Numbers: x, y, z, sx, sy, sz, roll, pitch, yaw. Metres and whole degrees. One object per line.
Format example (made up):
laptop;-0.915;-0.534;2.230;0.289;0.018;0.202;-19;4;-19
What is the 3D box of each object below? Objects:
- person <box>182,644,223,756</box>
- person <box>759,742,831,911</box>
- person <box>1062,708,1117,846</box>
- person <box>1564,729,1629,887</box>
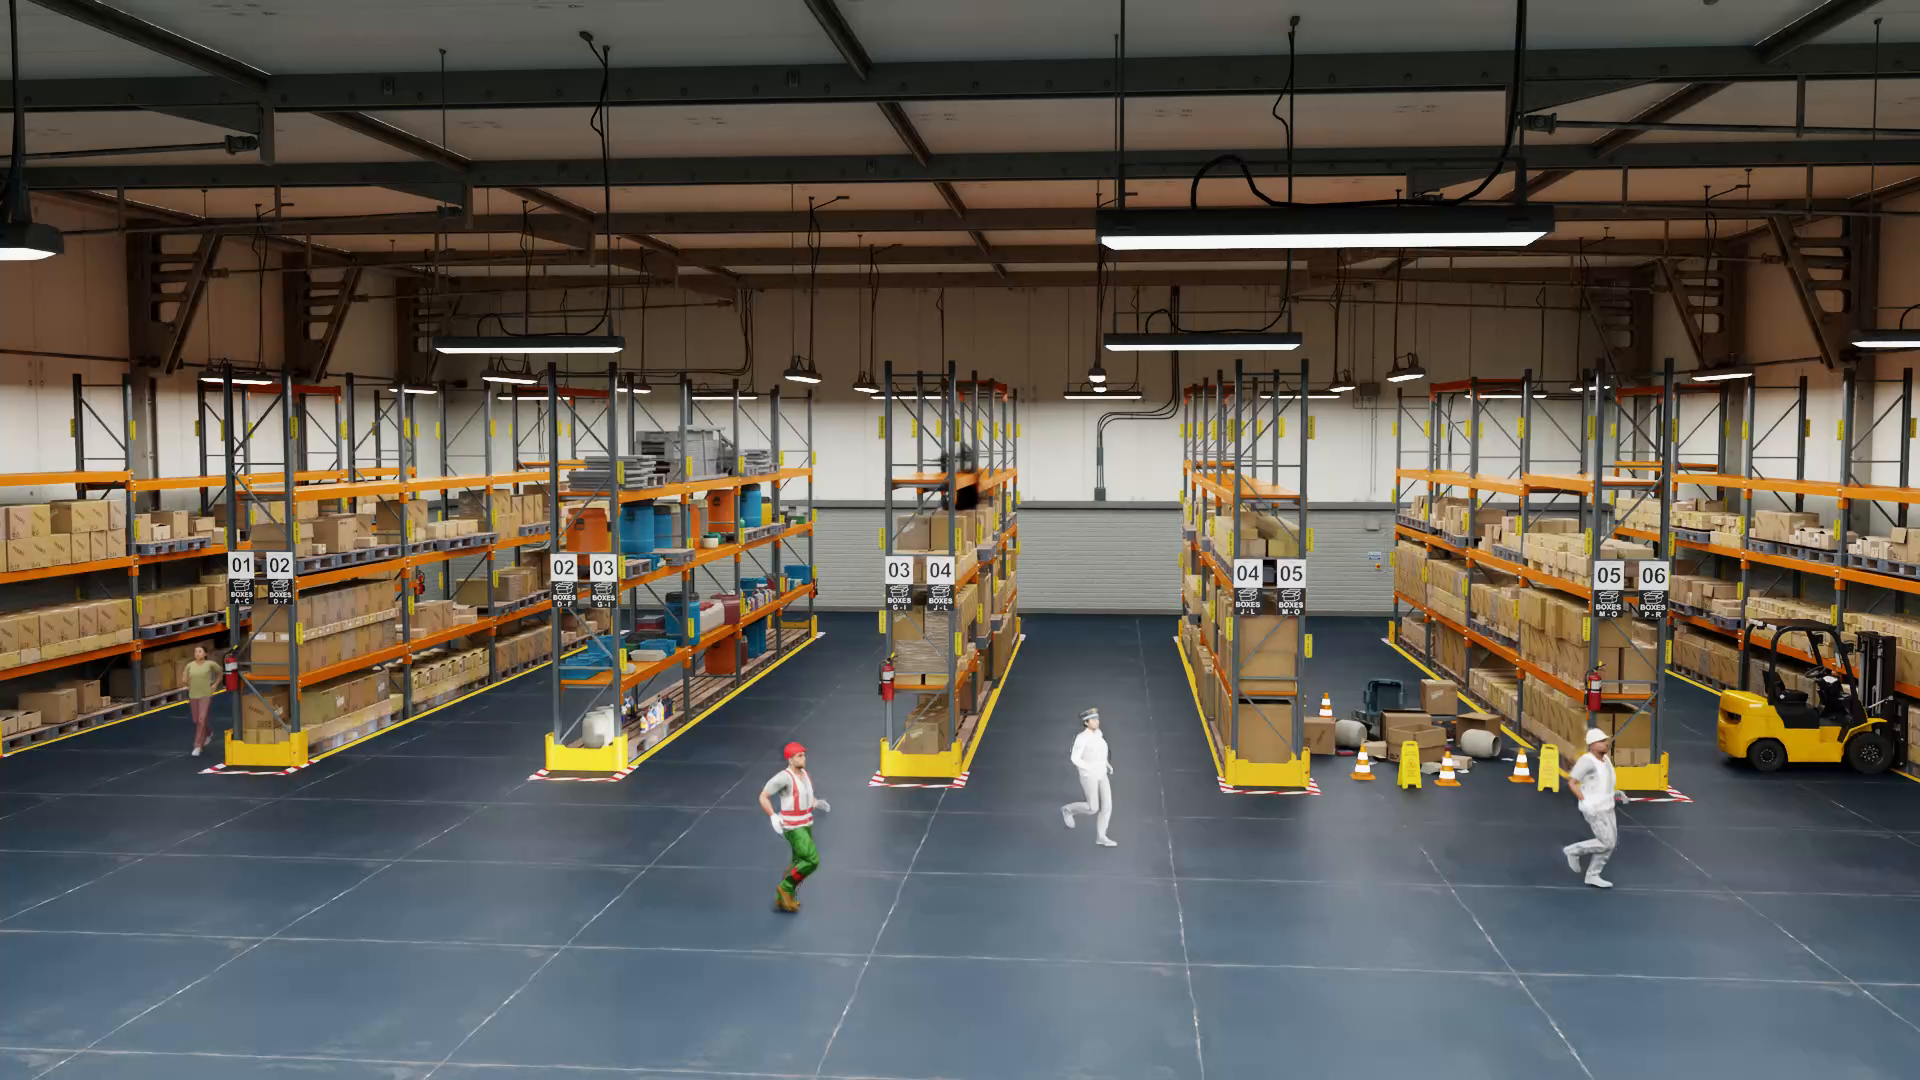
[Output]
person;-11.755;2.443;25.750;0.580;1.659;0.936;0;4;-4
person;-1.657;2.972;17.242;0.650;1.743;0.646;2;4;24
person;1.610;2.853;20.199;0.773;1.657;0.633;4;5;44
person;6.988;2.936;18.264;0.686;1.733;0.599;-4;5;-44
